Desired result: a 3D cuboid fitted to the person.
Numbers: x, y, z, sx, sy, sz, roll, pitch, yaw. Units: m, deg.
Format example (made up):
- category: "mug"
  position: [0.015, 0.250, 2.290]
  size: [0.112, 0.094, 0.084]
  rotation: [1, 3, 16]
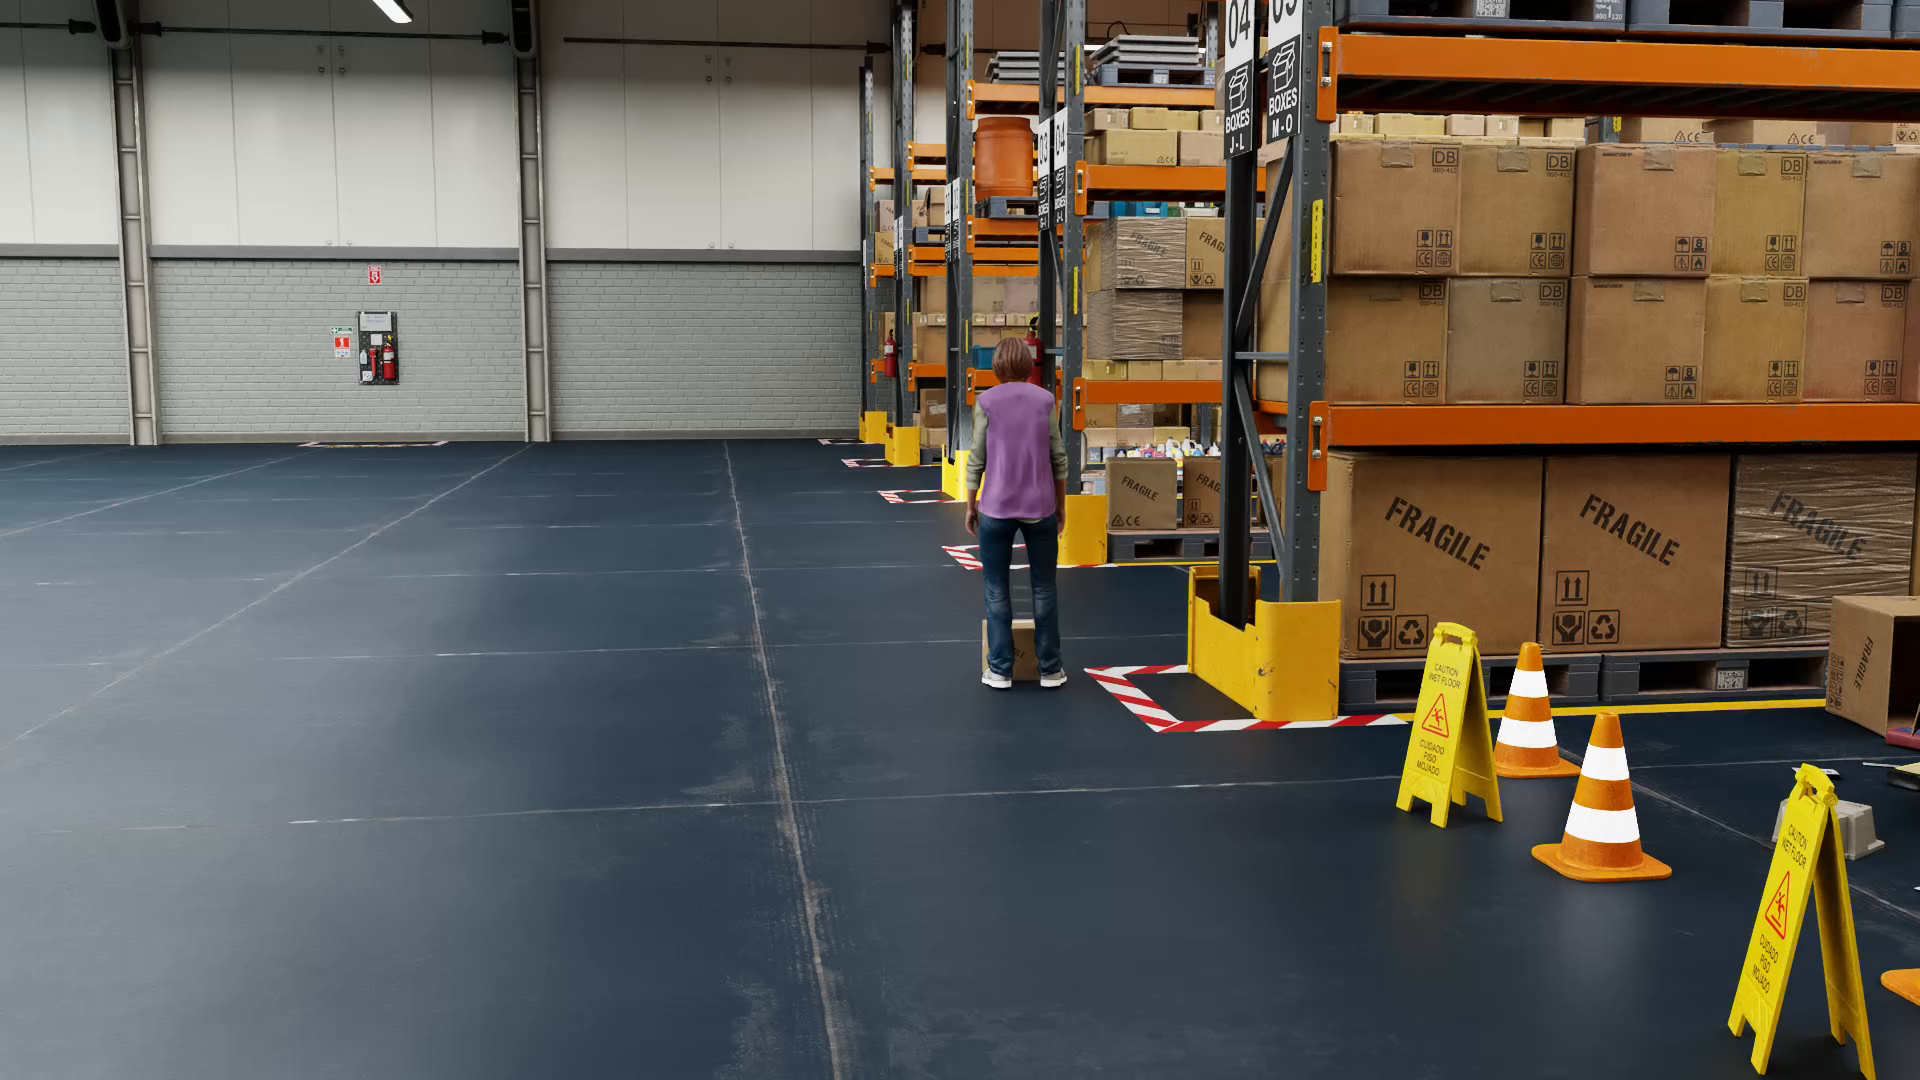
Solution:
- category: "person"
  position: [0.262, -0.114, 7.544]
  size: [0.479, 1.582, 0.345]
  rotation: [-1, 7, -5]
